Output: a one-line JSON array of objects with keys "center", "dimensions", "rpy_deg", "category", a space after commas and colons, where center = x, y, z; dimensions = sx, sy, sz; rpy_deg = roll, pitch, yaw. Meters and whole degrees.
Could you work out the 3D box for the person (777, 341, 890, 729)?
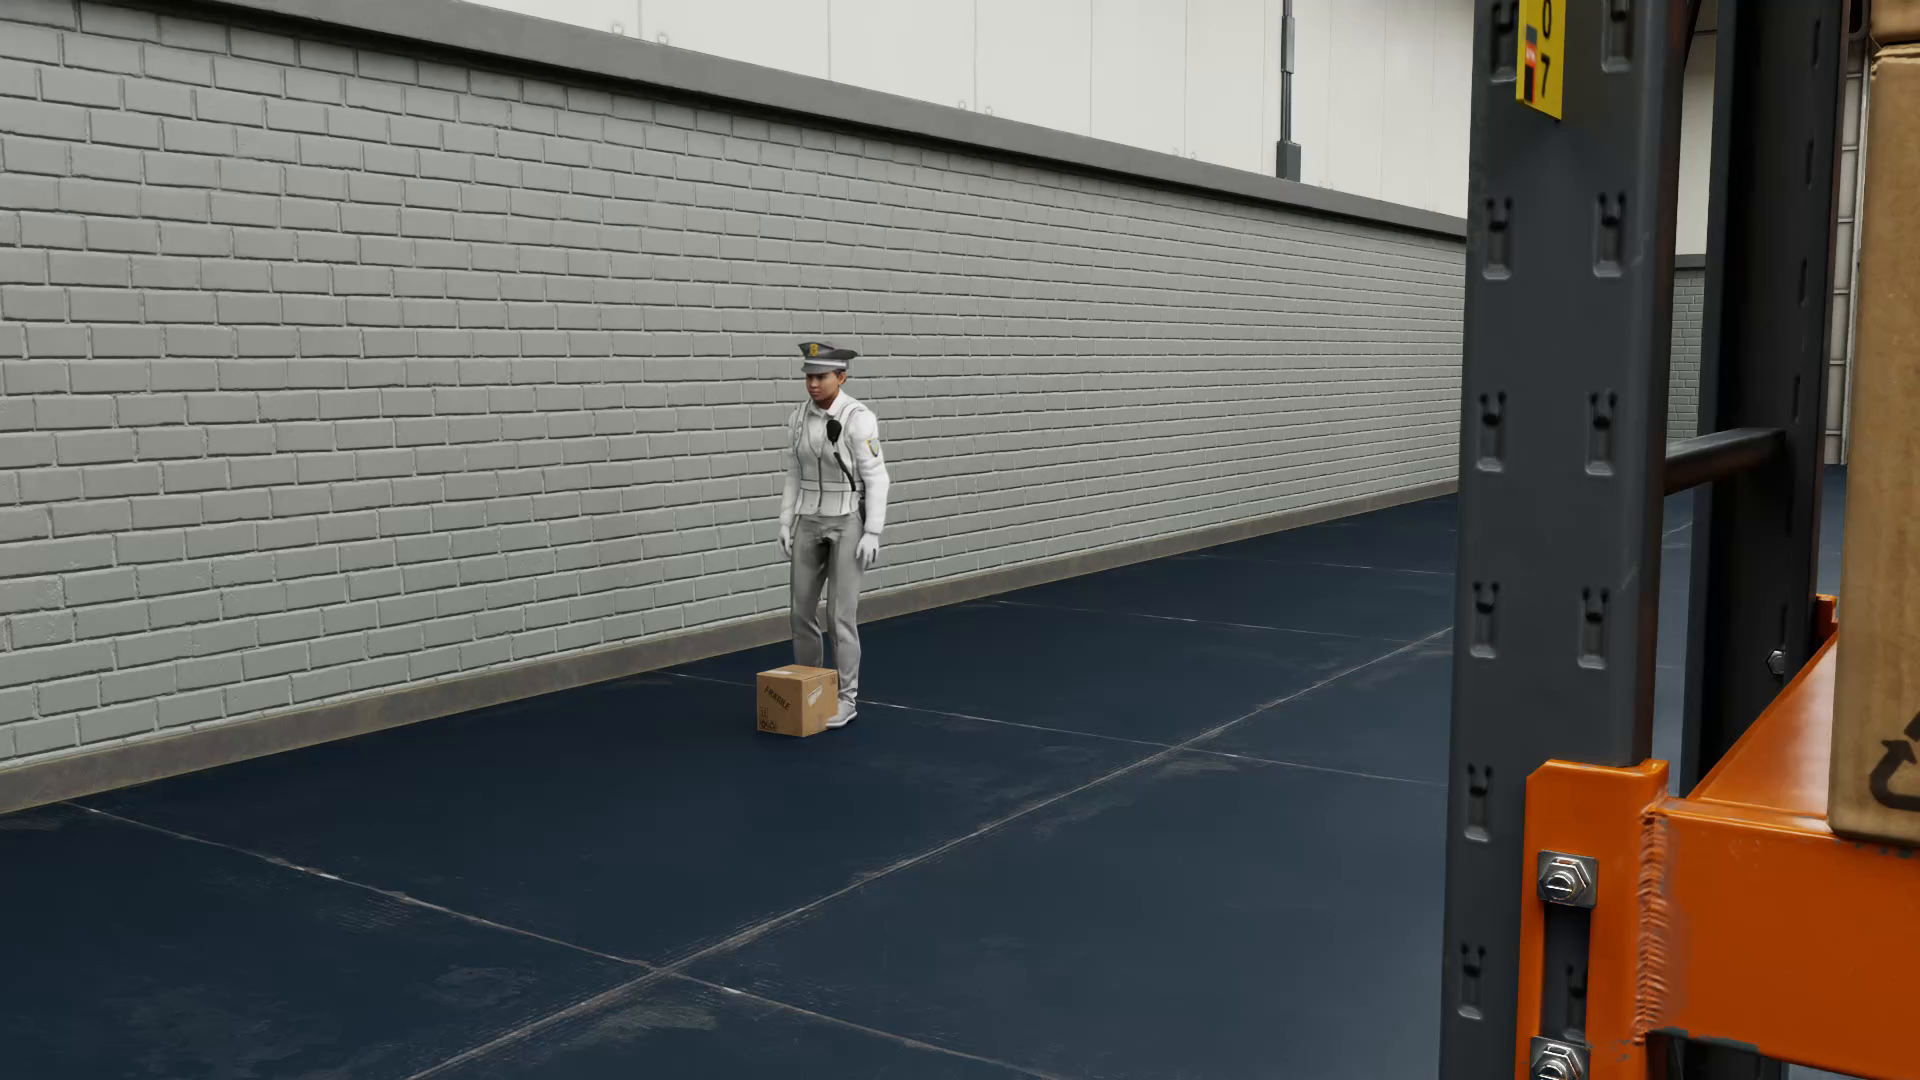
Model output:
[{"center": [-0.579, -0.031, 7.271], "dimensions": [0.539, 1.661, 0.415], "rpy_deg": [4, 7, 30], "category": "person"}]
